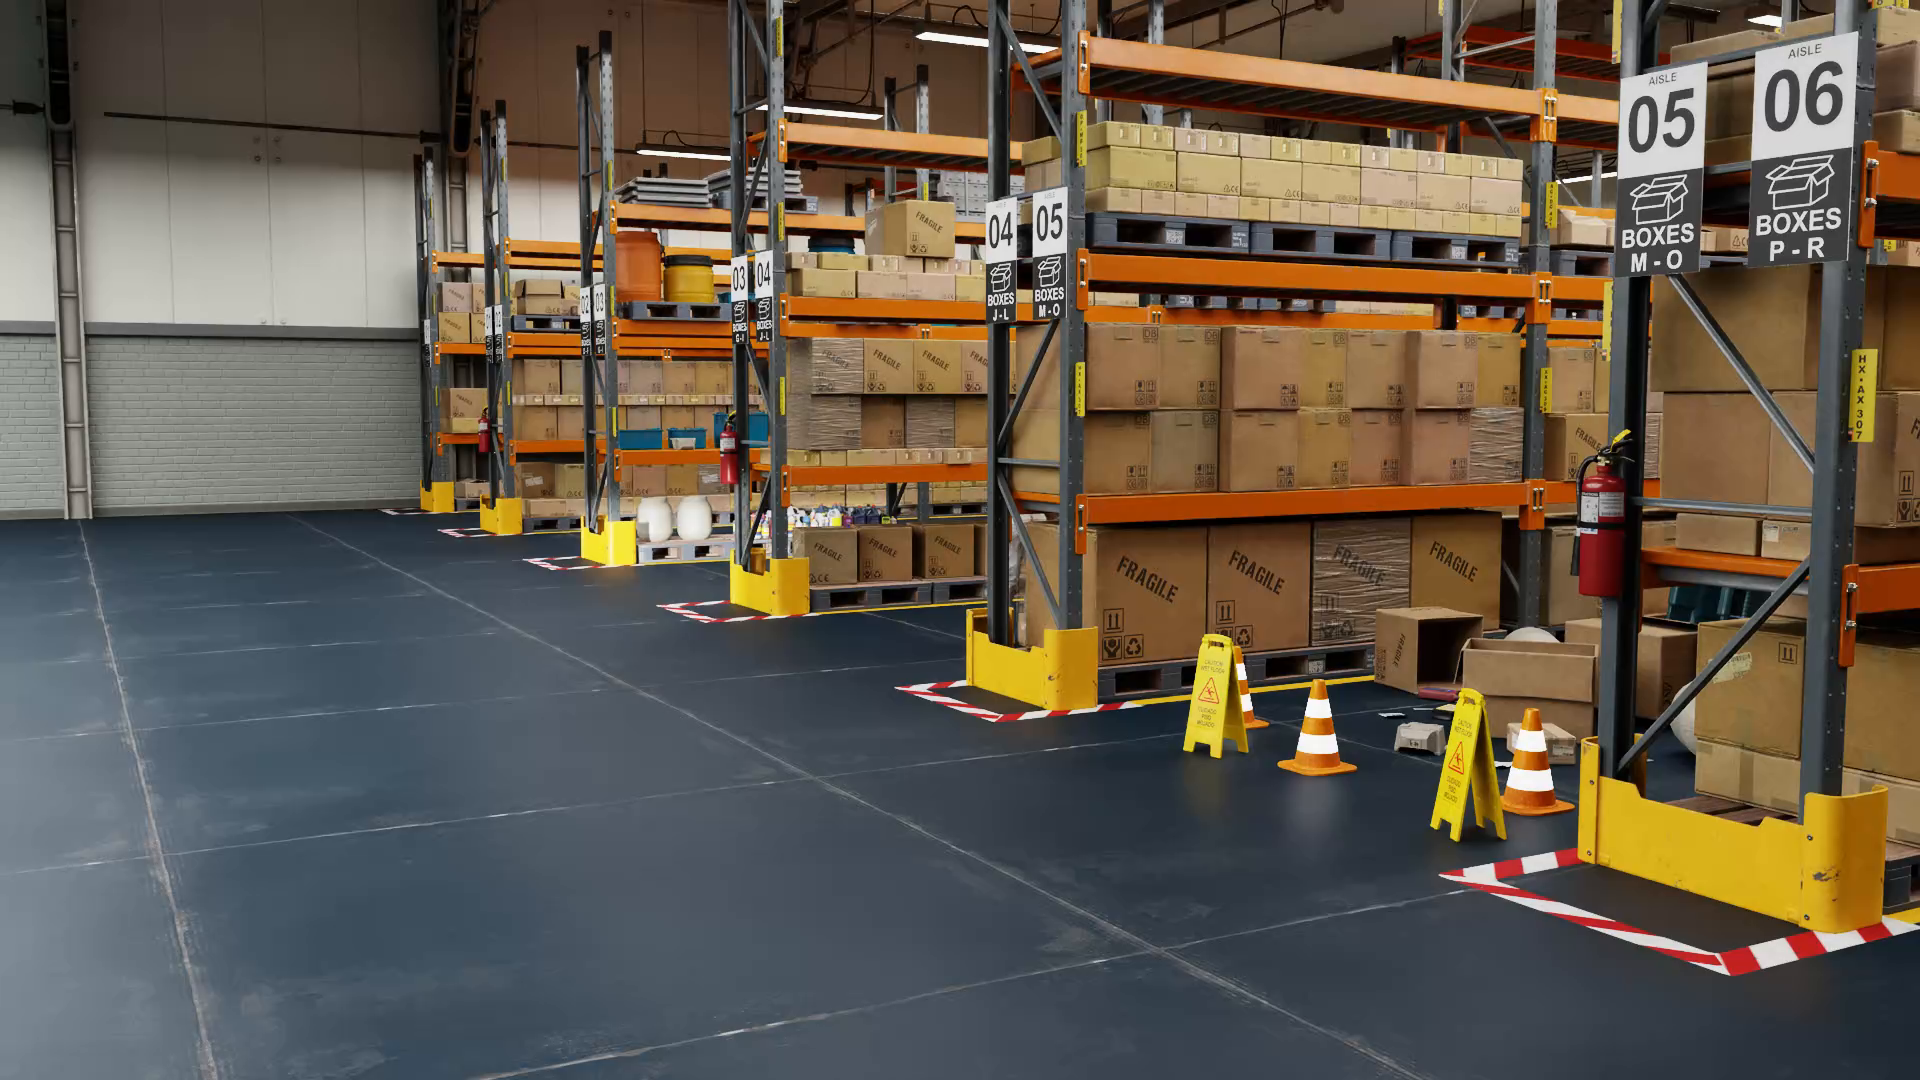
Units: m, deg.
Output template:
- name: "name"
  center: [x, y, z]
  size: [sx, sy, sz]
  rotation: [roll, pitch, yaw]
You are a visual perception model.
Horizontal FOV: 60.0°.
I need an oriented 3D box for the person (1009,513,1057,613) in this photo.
- name: "person"
  center: [0.514, -0.078, 13.034]
  size: [0.627, 1.774, 0.450]
  rotation: [-3, 6, -32]
